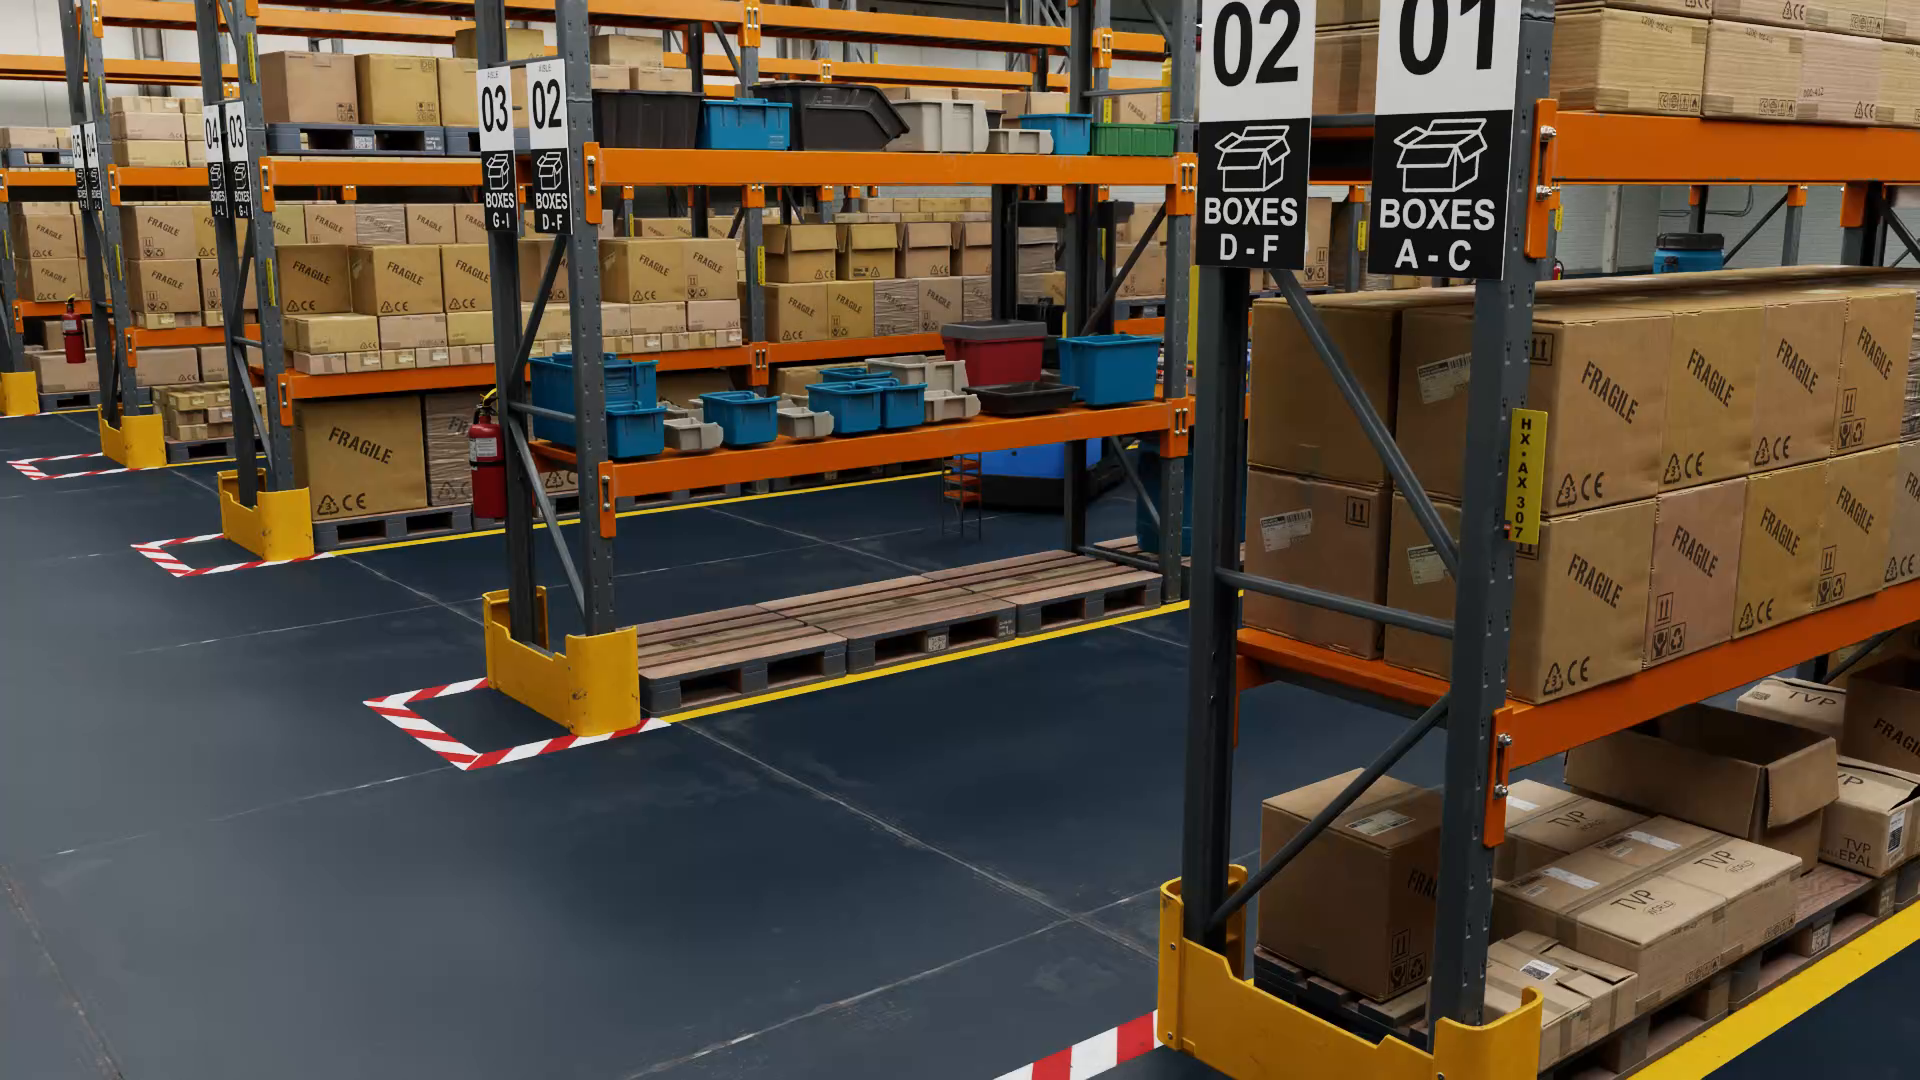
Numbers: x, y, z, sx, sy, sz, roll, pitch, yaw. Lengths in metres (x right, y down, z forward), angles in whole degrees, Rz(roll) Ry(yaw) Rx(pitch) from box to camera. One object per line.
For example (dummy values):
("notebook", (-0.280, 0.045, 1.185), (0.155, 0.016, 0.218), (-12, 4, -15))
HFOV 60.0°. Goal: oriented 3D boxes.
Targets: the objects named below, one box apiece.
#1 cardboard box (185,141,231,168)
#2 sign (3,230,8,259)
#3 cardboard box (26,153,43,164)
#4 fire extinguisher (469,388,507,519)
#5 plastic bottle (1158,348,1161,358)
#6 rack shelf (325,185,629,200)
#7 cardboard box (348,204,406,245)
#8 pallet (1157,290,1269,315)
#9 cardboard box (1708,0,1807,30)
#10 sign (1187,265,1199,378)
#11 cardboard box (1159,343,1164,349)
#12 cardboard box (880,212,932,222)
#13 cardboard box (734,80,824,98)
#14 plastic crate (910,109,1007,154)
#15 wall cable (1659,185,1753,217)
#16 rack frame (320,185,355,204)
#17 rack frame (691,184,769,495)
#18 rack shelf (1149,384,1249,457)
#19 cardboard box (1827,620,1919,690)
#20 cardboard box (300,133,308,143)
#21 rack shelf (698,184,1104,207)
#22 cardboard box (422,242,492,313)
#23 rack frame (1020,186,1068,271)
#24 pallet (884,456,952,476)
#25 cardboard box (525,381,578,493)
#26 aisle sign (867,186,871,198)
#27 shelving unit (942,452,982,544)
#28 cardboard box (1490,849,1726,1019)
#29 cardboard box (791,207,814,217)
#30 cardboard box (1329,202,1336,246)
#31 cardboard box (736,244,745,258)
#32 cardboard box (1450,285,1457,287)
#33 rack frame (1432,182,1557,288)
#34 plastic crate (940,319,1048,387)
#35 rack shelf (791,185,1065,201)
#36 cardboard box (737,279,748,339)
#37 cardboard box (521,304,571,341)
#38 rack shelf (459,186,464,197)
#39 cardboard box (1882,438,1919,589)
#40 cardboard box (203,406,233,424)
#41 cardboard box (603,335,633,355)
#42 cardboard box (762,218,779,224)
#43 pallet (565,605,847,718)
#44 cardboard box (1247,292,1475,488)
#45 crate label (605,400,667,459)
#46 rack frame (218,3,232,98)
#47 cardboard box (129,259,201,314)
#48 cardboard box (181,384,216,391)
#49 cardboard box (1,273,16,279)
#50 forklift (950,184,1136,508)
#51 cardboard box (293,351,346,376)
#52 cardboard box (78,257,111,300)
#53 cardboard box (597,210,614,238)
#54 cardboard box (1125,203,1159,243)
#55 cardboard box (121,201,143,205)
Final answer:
("cardboard box", (-7.246, -3.722, 16.076), (0.500, 0.250, 0.500), (-9, 15, -36))
("sign", (-11.000, -3.405, 19.168), (0.005, 0.325, 0.100), (-9, 15, -38))
("cardboard box", (-13.137, -5.525, 23.848), (0.500, 0.250, 0.500), (-10, 16, -39))
("fire extinguisher", (-2.459, -0.457, 8.643), (0.183, 0.674, 0.296), (-9, 15, -38))
("plastic bottle", (1.325, -1.226, 11.461), (0.133, 0.283, 0.061), (-9, 15, -38))
("rack shelf", (-6.657, -4.928, 23.123), (4.000, 0.370, 1.077), (-9, 15, -38))
("cardboard box", (-6.054, -3.210, 17.158), (0.500, 0.500, 0.500), (-9, 15, -36))
("pallet", (2.616, -2.634, 18.274), (1.213, 0.211, 1.003), (-9, 15, -38))
("cardboard box", (1.993, -1.546, 4.622), (0.500, 0.250, 0.500), (-9, 15, -38))
("sign", (0.704, -0.633, 4.838), (0.005, 0.325, 0.100), (-9, 15, -38))
("cardboard box", (2.008, -1.986, 17.913), (0.500, 0.250, 0.500), (-7, 14, -31))
("cardboard box", (-0.774, -4.009, 21.641), (0.500, 0.500, 0.700), (-10, 15, -39))
("cardboard box", (-1.581, -3.744, 14.565), (0.500, 0.500, 0.700), (-9, 15, -36))
("plastic crate", (-0.075, -2.429, 9.938), (0.590, 0.269, 0.497), (-9, 15, -38))
("wall cable", (23.494, -11.446, 52.345), (0.112, 2.526, 3.097), (-9, 15, -38))
("rack frame", (-8.218, -3.553, 22.138), (0.127, 3.000, 1.000), (-9, 15, -38))
("rack frame", (-2.028, -1.945, 14.569), (0.127, 3.000, 1.000), (-9, 15, -38))
("rack shelf", (2.628, -1.050, 12.082), (4.000, 0.370, 1.077), (-9, 15, -38))
("cardboard box", (4.364, 0.559, 7.734), (0.500, 0.500, 0.500), (-10, 15, -38))
("cardboard box", (-6.463, -4.095, 16.626), (0.500, 0.250, 0.500), (-10, 16, -40))
("rack shelf", (-0.466, -3.320, 15.554), (4.000, 0.370, 1.077), (-9, 15, -38))
("cardboard box", (-3.816, -2.017, 12.745), (0.500, 0.500, 0.500), (-10, 16, -39))
("rack frame", (1.200, -3.801, 23.308), (0.127, 3.000, 1.000), (-9, 15, -38))
("pallet", (-0.519, -0.853, 16.137), (1.213, 0.211, 1.003), (-9, 15, -38))
("cardboard box", (-3.296, -0.922, 13.853), (0.875, 0.875, 0.875), (-9, 15, -38))
("aisle sign", (-1.717, -7.147, 32.806), (0.004, 0.787, 0.394), (-9, 15, -38))
("shelving unit", (0.011, -0.589, 12.513), (0.189, 1.200, 0.258), (-9, 15, -38))
("cardboard box", (2.027, 1.221, 5.216), (0.500, 0.250, 0.500), (-9, 15, -38))
("cardboard box", (-2.560, -5.304, 26.857), (0.250, 0.149, 0.380), (-10, 15, -38))
("cardboard box", (4.399, -3.770, 19.797), (0.500, 0.500, 0.500), (-9, 15, -38))
("cardboard box", (-2.628, -3.416, 19.656), (0.250, 0.149, 0.380), (-9, 15, -36))
("cardboard box", (5.905, -3.076, 20.499), (0.250, 0.149, 0.380), (-9, 15, -38))
("rack frame", (4.190, -1.661, 13.230), (0.127, 3.000, 1.000), (-9, 15, -38))
("plastic crate", (0.213, -1.127, 10.418), (0.583, 0.464, 0.402), (-9, 15, -38))
("rack shelf", (-0.362, -4.657, 21.848), (4.000, 0.370, 1.077), (-9, 15, -38))
("cardboard box", (-1.833, -2.099, 15.053), (0.500, 0.500, 0.500), (-9, 15, -37))
("cardboard box", (-3.407, -1.719, 13.146), (0.500, 0.250, 0.500), (-10, 15, -39))
("rack shelf", (-9.760, -5.732, 26.913), (4.000, 0.370, 1.077), (-9, 15, -38))
("cardboard box", (3.127, -0.146, 5.856), (0.500, 0.500, 0.500), (-9, 15, -36))
("cardboard box", (-7.352, -1.253, 16.444), (0.250, 0.149, 0.380), (-10, 15, -38))
("cardboard box", (-2.864, -1.596, 13.529), (0.250, 0.149, 0.380), (-9, 15, -37))
("cardboard box", (-2.982, -4.763, 25.870), (0.500, 0.500, 0.500), (-9, 15, -36))
("pallet", (-1.389, 0.640, 9.105), (1.213, 0.211, 1.003), (-9, 15, -38))
("cardboard box", (1.210, -0.459, 4.923), (0.500, 0.500, 0.500), (-10, 15, -38))
("crate label", (-1.658, -0.549, 8.252), (0.303, 0.233, 0.416), (-9, 15, -38))
("rack frame", (-11.322, -7.292, 25.304), (0.127, 3.000, 1.000), (-9, 15, -38))
("cardboard box", (-7.647, -2.452, 15.997), (0.500, 0.500, 0.500), (-9, 15, -35))
("cardboard box", (-7.683, -1.479, 16.792), (0.250, 0.149, 0.380), (-9, 15, -37))
("cardboard box", (-13.664, -3.794, 23.878), (0.250, 0.149, 0.380), (-10, 15, -38))
("forklift", (0.896, -1.951, 14.761), (1.130, 2.935, 3.031), (4, 13, 19))
("cardboard box", (-4.668, -1.296, 12.115), (0.250, 0.149, 0.380), (-9, 15, -37))
("cardboard box", (-10.410, -3.168, 20.088), (0.500, 0.500, 0.500), (-10, 15, -38))
("cardboard box", (-5.335, -4.500, 23.952), (0.500, 0.500, 0.500), (-10, 16, -39))
("cardboard box", (2.374, -4.583, 24.029), (0.550, 0.550, 0.875), (-9, 15, -38))
("cardboard box", (-10.091, -4.030, 20.179), (0.250, 0.149, 0.380), (-9, 15, -37))
